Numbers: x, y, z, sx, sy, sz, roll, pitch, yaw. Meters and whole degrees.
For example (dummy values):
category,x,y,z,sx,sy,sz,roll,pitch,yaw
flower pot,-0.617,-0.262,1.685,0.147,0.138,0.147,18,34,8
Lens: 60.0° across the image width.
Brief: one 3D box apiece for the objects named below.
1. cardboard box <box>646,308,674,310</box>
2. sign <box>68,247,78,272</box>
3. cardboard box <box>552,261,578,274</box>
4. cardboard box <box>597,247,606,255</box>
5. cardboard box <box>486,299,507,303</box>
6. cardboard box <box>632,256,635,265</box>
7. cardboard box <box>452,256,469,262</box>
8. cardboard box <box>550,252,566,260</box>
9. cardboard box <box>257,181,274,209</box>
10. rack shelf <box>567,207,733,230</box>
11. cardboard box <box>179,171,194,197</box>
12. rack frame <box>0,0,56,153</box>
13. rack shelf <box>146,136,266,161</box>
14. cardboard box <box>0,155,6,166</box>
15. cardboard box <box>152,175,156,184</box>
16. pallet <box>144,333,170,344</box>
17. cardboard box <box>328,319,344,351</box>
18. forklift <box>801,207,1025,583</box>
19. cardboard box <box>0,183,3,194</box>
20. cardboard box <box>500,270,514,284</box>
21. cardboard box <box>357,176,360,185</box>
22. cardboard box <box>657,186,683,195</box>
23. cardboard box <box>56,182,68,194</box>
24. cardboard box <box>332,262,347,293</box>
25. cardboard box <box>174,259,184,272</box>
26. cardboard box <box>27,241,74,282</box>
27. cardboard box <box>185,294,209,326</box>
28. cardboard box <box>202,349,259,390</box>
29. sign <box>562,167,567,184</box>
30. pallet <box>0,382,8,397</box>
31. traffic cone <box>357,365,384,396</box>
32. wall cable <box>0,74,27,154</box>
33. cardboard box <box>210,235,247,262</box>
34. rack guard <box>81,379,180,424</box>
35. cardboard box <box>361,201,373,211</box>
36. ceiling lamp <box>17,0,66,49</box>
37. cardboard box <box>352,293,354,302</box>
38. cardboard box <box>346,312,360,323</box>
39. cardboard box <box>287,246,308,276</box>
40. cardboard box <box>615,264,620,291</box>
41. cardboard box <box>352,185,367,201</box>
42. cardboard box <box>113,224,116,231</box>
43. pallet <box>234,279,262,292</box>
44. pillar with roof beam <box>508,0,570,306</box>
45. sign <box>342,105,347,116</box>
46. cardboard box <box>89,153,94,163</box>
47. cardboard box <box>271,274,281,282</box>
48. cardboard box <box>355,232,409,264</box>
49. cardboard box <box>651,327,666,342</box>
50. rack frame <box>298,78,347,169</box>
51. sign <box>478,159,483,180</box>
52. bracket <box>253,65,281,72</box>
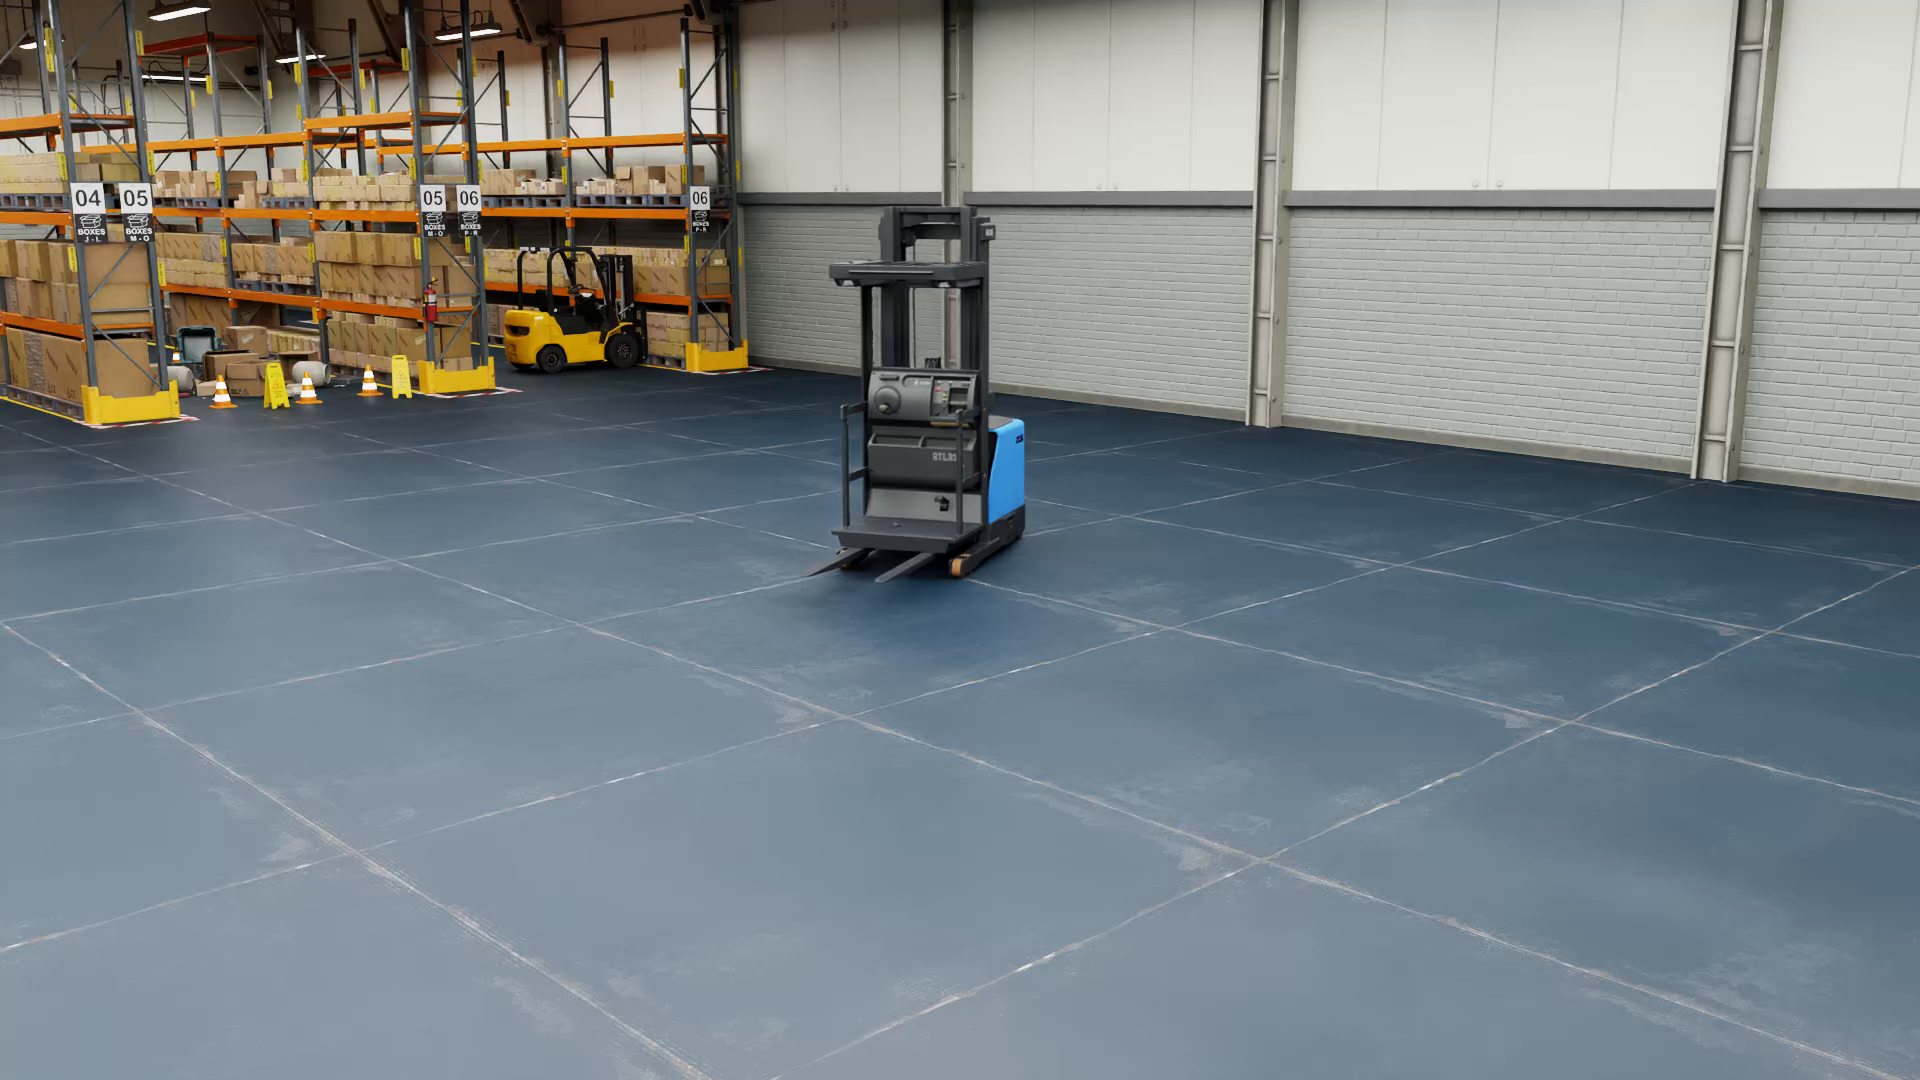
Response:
category,x,y,z,sx,sy,sz,roll,pitch,yaw
cardboard box,-5.590,-4.207,31.194,0.500,0.250,0.500,-11,16,-44
sign,-11.861,-3.752,22.233,0.100,0.325,0.005,-11,16,-43
cardboard box,-7.647,-5.331,32.484,0.500,0.250,0.500,-11,16,-44
cardboard box,-6.586,-5.434,31.262,0.380,0.149,0.250,-10,16,-41
cardboard box,-10.020,-5.126,35.903,0.380,0.149,0.250,-10,15,-40
cardboard box,-5.814,-5.150,30.621,0.380,0.149,0.250,-11,16,-43
cardboard box,-10.848,-5.948,35.679,0.500,0.250,0.500,11,16,42
cardboard box,-7.842,-5.587,32.740,0.380,0.149,0.250,-11,16,-43
cardboard box,-12.399,-6.316,30.444,0.797,0.503,0.637,-11,16,-43
rack shelf,-5.742,-5.948,30.698,1.077,0.370,4.000,-11,16,-43
cardboard box,-14.900,-6.955,32.515,0.500,0.500,0.500,-11,16,-42
rack frame,-14.221,-6.665,24.959,1.000,3.000,0.127,-11,16,-43
rack shelf,-14.854,-7.697,32.742,1.077,0.370,4.000,-11,16,-43
cardboard box,-13.688,-5.506,24.128,0.380,0.149,0.250,-11,16,-43
cardboard box,-17.190,-7.565,35.220,0.797,0.503,0.637,-9,15,-38
pallet,-16.704,-4.355,35.524,1.003,0.211,1.213,-11,16,-43
cardboard box,-10.498,-3.533,28.543,0.500,0.500,0.500,-10,15,-40
forklift,-0.382,-1.217,13.556,1.130,2.935,3.031,4,12,19
cardboard box,-13.864,-5.152,24.387,0.380,0.149,0.250,-11,16,-43
cardboard box,-9.051,-5.386,33.994,0.500,0.250,0.500,11,16,43
cardboard box,-9.596,-5.861,27.137,0.380,0.149,0.250,-10,16,-41
cardboard box,-5.153,-6.219,29.563,0.250,0.149,0.380,11,16,44
cardboard box,-11.933,-4.745,22.408,0.380,0.149,0.250,-11,16,-43
cardboard box,-10.245,-4.452,28.104,0.500,0.500,0.500,-11,16,-43
cardboard box,-15.426,-5.517,33.388,0.500,0.250,0.500,-11,16,-42
cardboard box,-12.882,-4.032,24.000,0.875,0.550,0.500,-11,16,-43
cardboard box,-15.120,-4.553,33.804,0.875,0.875,0.875,-10,15,-41
cardboard box,-11.644,-2.730,26.578,0.797,0.637,0.503,-11,16,-43
sign,-7.509,-6.923,31.584,0.100,0.325,0.005,-11,16,-43
pallet,-14.808,-2.463,26.342,1.003,0.211,1.213,-11,16,-43
traffic cone,-9.178,-2.488,25.839,0.336,0.463,0.334,-11,16,-43
wall cable,-23.130,-9.911,40.718,0.463,3.000,0.029,-11,16,-43
cardboard box,-14.019,-5.592,31.896,0.500,0.500,0.500,11,16,44
rack guard,-11.442,-1.915,22.967,1.175,0.500,0.348,-11,16,-43
cardboard box,-9.490,-5.424,26.995,0.380,0.149,0.250,-11,16,-43
ceiling lamp,-17.239,-10.970,31.389,0.800,3.185,2.000,-11,16,-43
cardboard box,-9.955,-4.078,27.892,0.380,0.149,0.250,-11,16,-43
cardboard box,-10.099,-3.750,27.986,0.380,0.149,0.250,-10,15,-40
cardboard box,-11.539,-4.939,29.424,0.500,0.500,0.500,-11,16,-42
cardboard box,-6.283,-4.924,31.128,0.500,0.500,0.500,-11,16,-43
cardboard box,-9.555,-5.648,27.091,0.500,0.250,0.500,-11,16,-42
cardboard box,-18.067,-6.757,35.941,0.380,0.149,0.250,-11,16,-42
pallet,-12.904,-4.832,31.405,1.213,0.211,1.003,-11,16,-43
pillar with roof beam,-11.447,-7.981,31.347,9.100,9.000,0.548,-11,16,-43
sign,-14.995,-10.422,40.490,0.100,0.325,0.005,-11,16,-43
cardboard box,-11.982,-5.338,23.312,0.380,0.149,0.250,-11,16,-42
cardboard box,-12.302,-4.781,30.267,0.380,0.149,0.250,-10,15,-41
cardboard box,-9.474,-4.803,27.327,0.700,0.500,0.500,-11,16,-43
cardboard box,-5.262,-3.745,30.192,0.500,0.250,0.500,-11,16,-43
rack frame,-15.410,-9.813,40.240,1.000,3.000,0.127,-11,16,-43
sign,-7.556,-5.820,26.127,0.100,0.325,0.005,-11,16,-43
bracket,-19.093,-12.514,44.429,0.076,0.066,5.218,-11,16,-43
